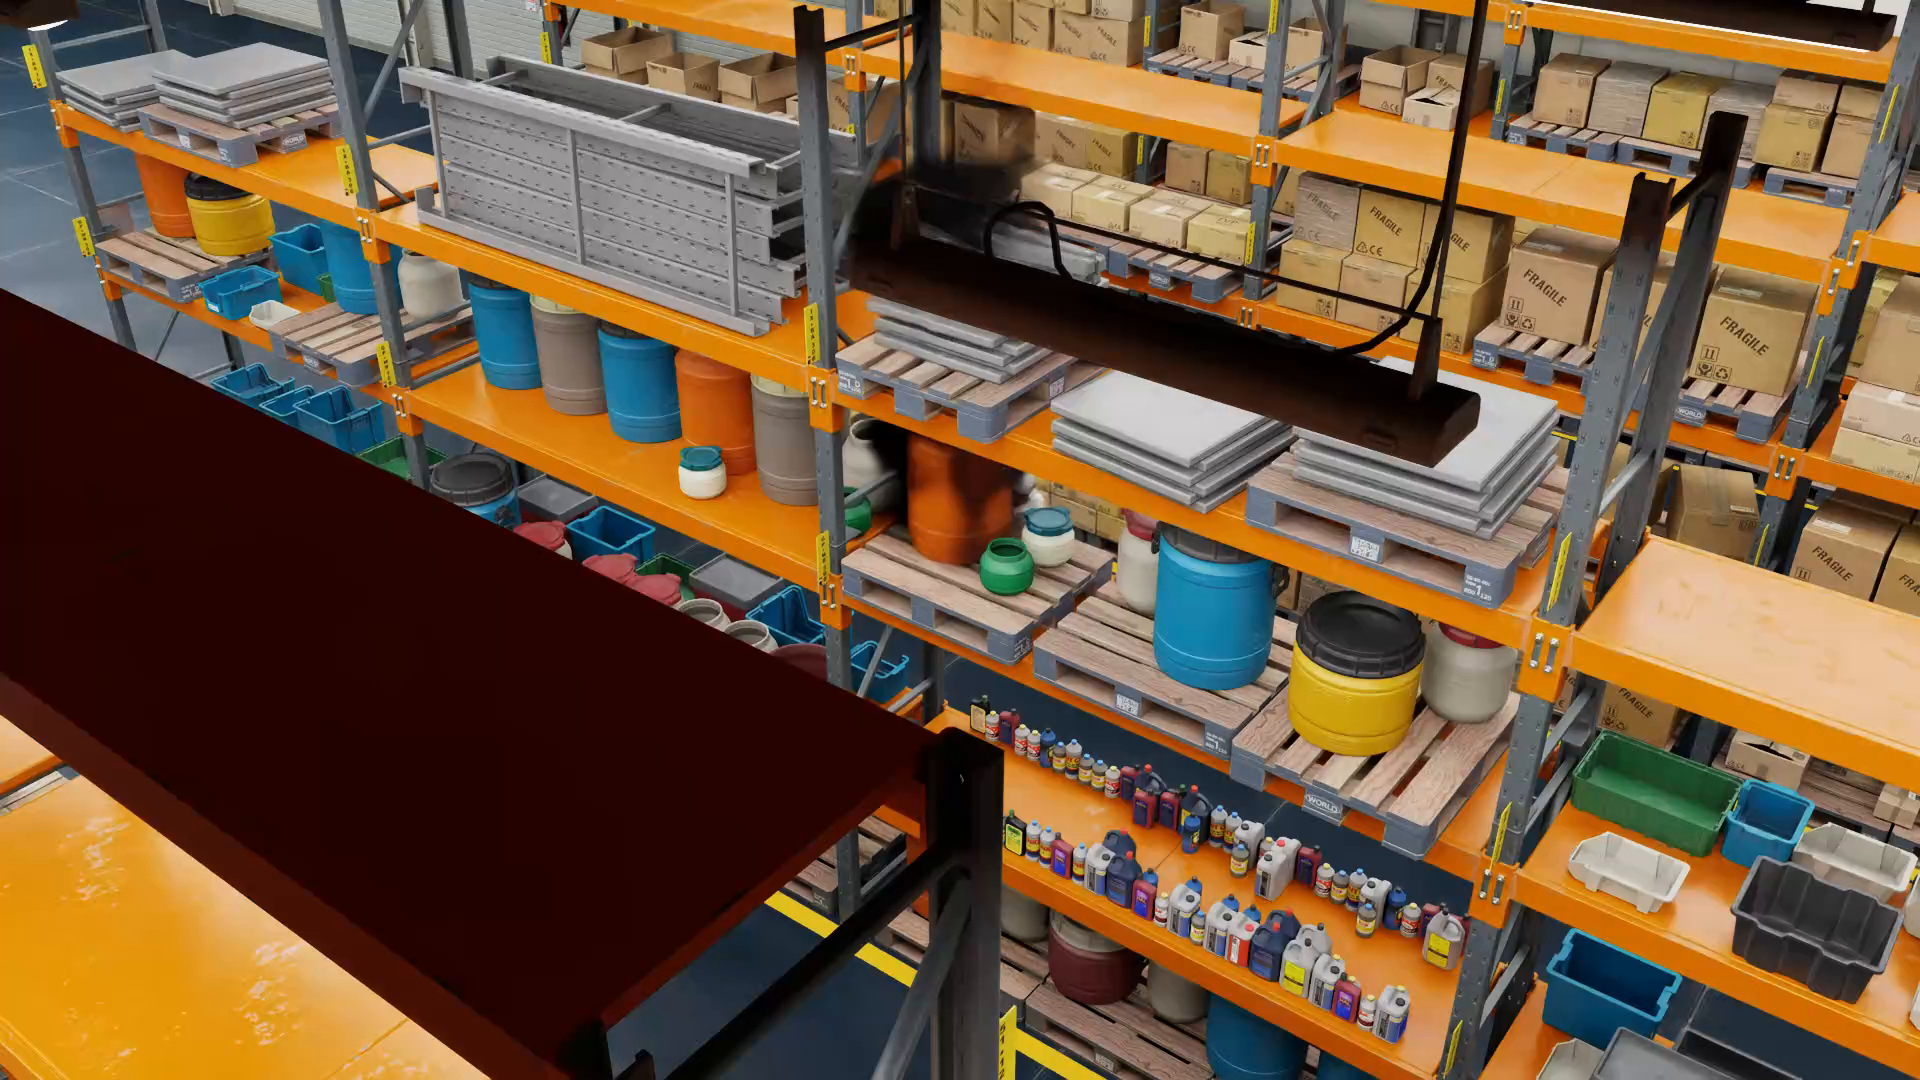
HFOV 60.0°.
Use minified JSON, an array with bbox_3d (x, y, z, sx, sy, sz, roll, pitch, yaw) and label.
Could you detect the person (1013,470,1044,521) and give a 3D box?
[{"bbox_3d":[0.490,0.244,13.190,0.790,1.838,0.657,15,34,23],"label":"person"}]
